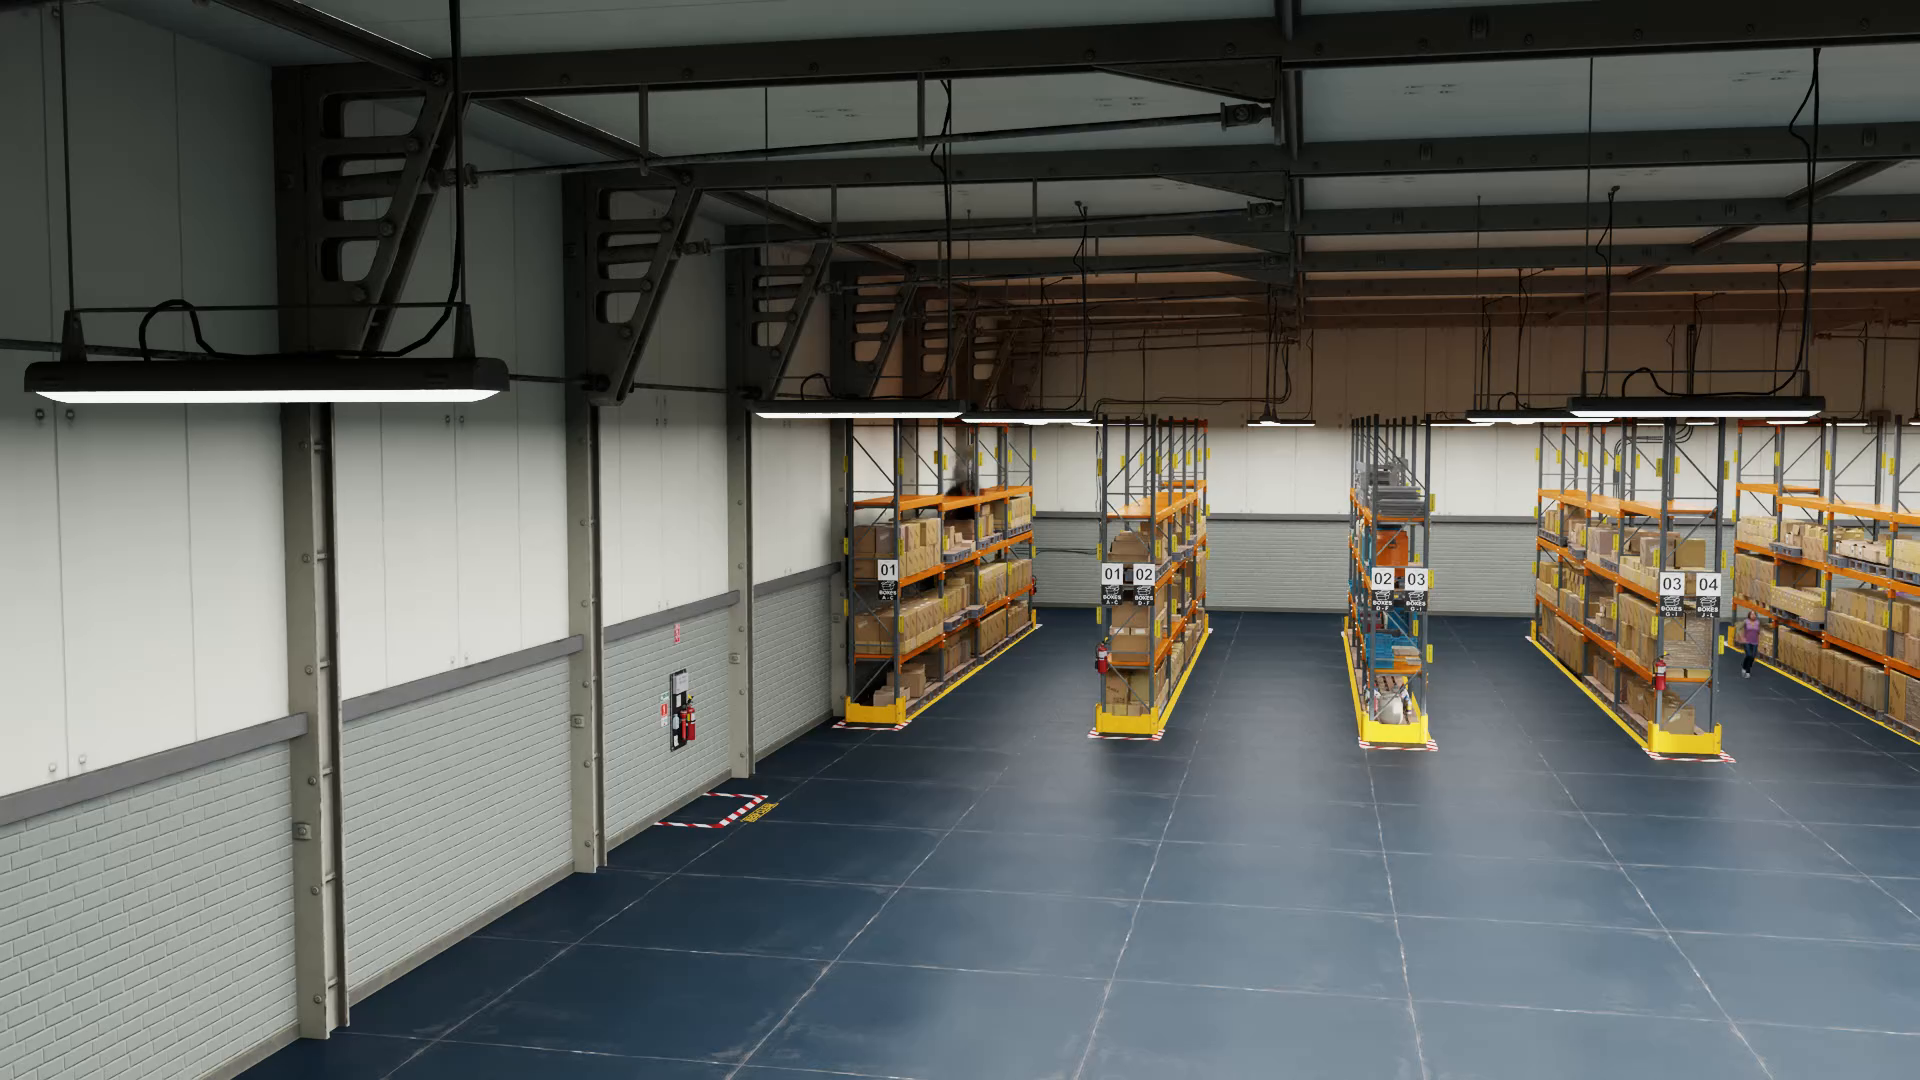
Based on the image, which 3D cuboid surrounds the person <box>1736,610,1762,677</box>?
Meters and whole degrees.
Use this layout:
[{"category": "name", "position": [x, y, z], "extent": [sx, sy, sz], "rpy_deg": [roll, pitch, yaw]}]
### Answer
[{"category": "person", "position": [18.139, 2.385, 38.159], "extent": [0.513, 1.560, 0.611], "rpy_deg": [0, 4, 4]}]

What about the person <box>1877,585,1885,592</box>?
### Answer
[{"category": "person", "position": [24.615, 1.885, 44.605], "extent": [0.674, 1.803, 0.712], "rpy_deg": [1, 4, 15]}]
